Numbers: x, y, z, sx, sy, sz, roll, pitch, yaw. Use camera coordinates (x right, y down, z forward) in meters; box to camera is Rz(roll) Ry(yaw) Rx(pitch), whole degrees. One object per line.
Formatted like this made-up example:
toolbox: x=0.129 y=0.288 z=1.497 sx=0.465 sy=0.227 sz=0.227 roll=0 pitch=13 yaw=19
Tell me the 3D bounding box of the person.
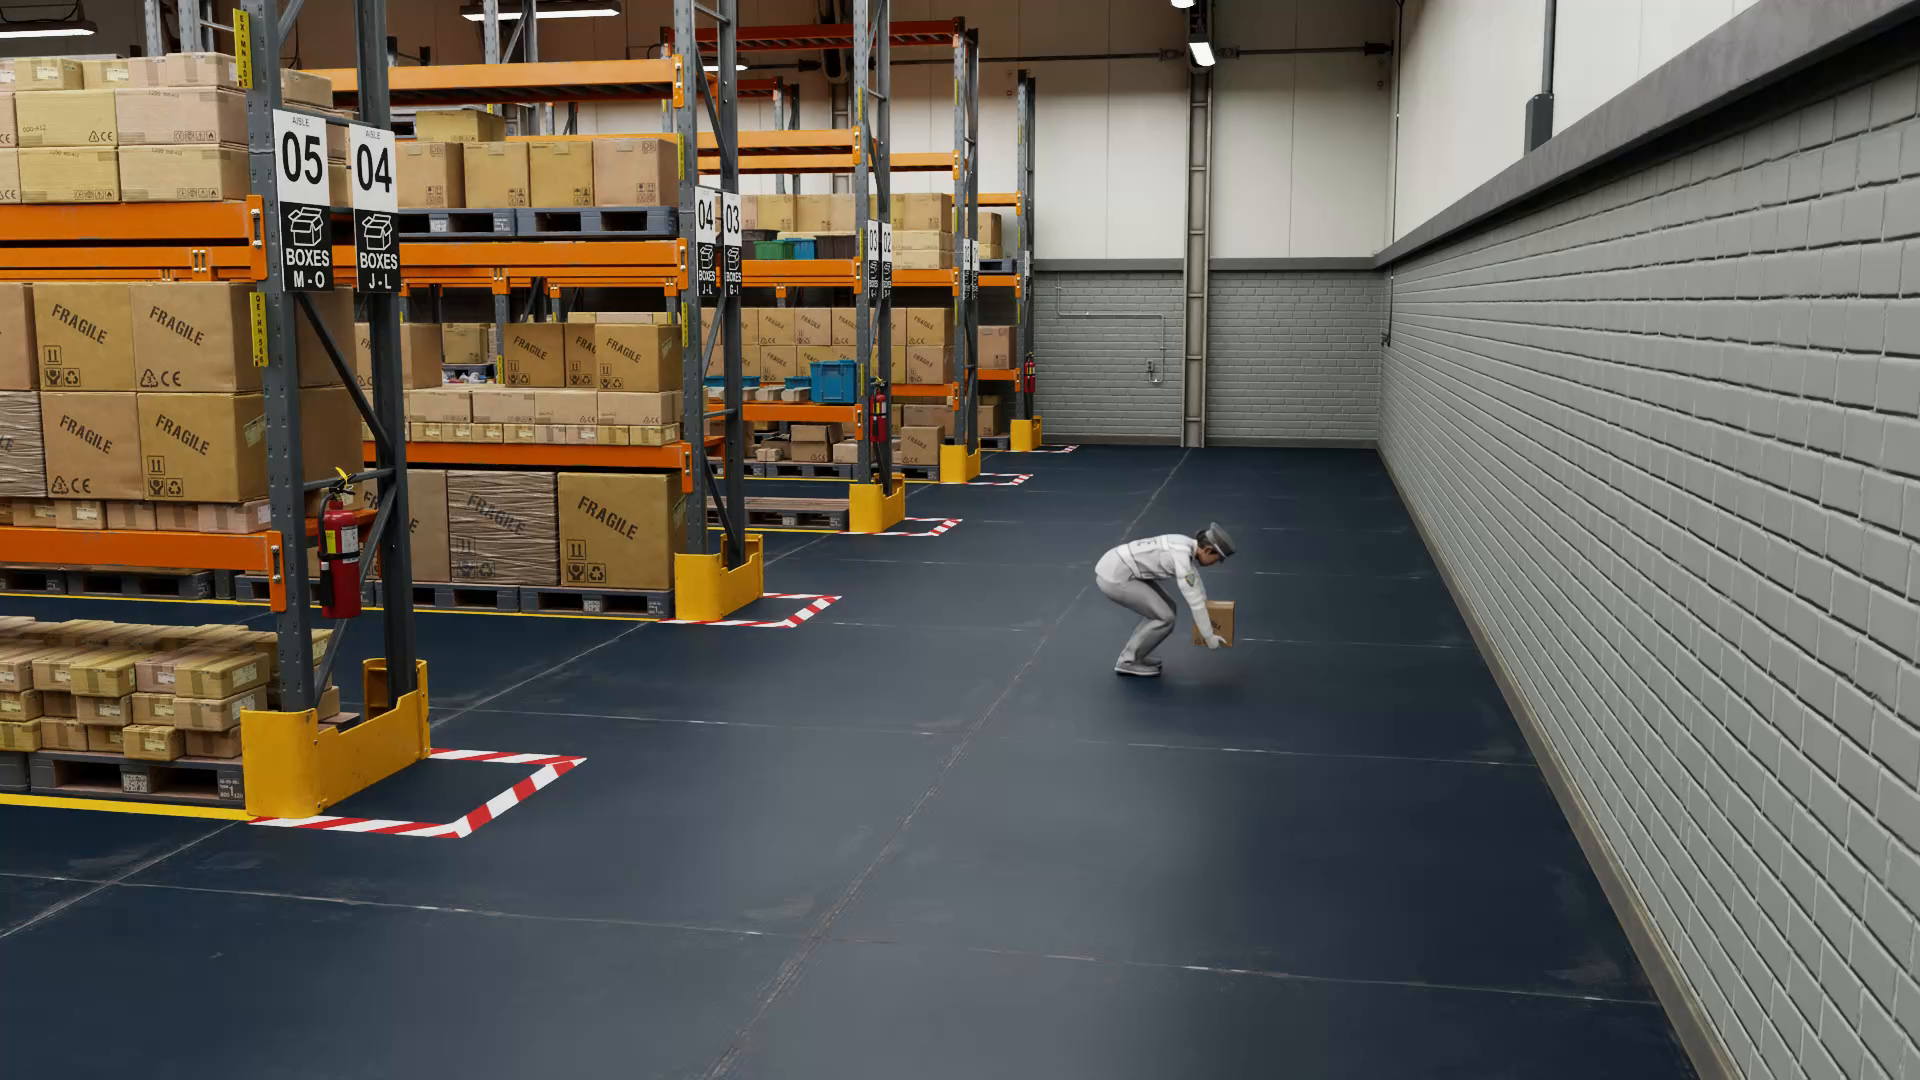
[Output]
person: x=1.320 y=0.370 z=10.669 sx=0.908 sy=0.980 sz=0.469 roll=1 pitch=8 yaw=9
